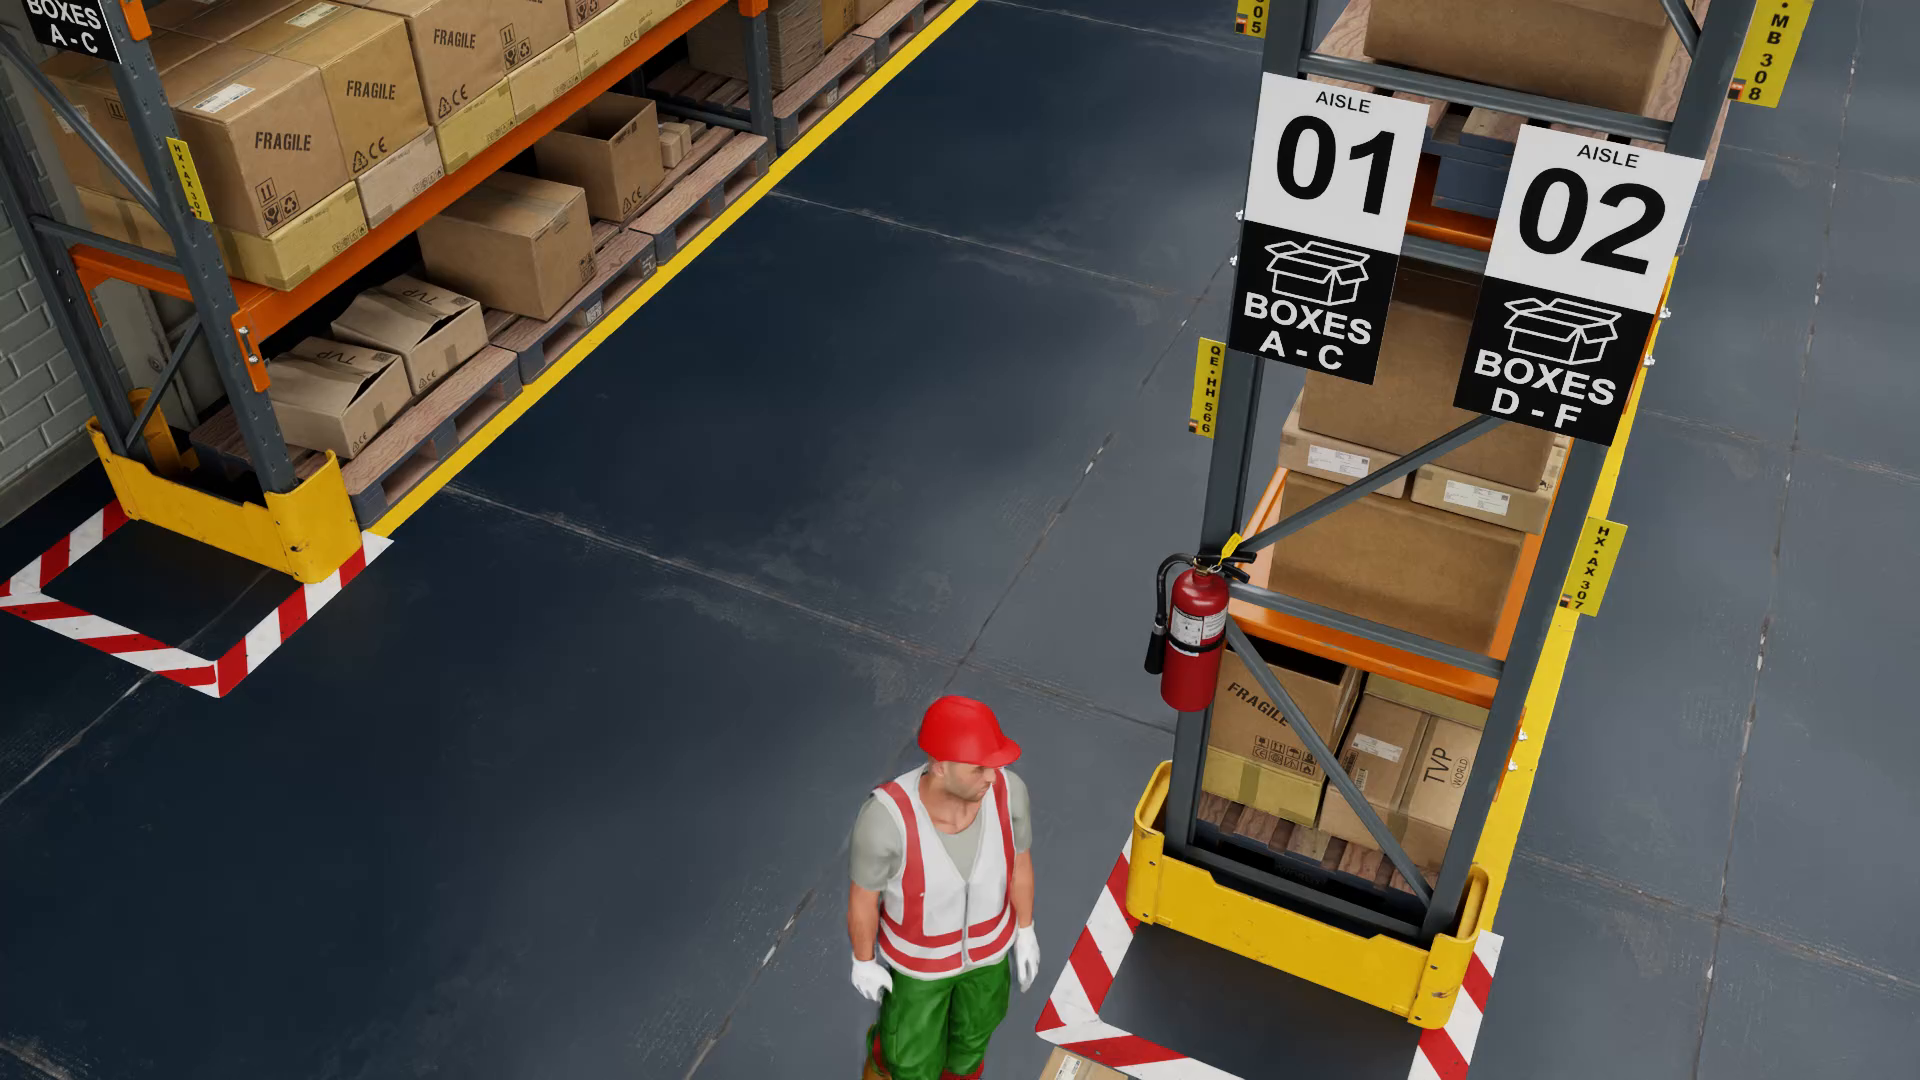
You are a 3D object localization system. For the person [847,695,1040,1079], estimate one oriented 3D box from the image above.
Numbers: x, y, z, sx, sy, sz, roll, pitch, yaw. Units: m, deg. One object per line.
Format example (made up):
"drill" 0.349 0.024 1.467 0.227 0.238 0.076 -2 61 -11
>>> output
"person" -0.026 1.196 4.797 0.576 1.775 0.560 -16 44 -17
